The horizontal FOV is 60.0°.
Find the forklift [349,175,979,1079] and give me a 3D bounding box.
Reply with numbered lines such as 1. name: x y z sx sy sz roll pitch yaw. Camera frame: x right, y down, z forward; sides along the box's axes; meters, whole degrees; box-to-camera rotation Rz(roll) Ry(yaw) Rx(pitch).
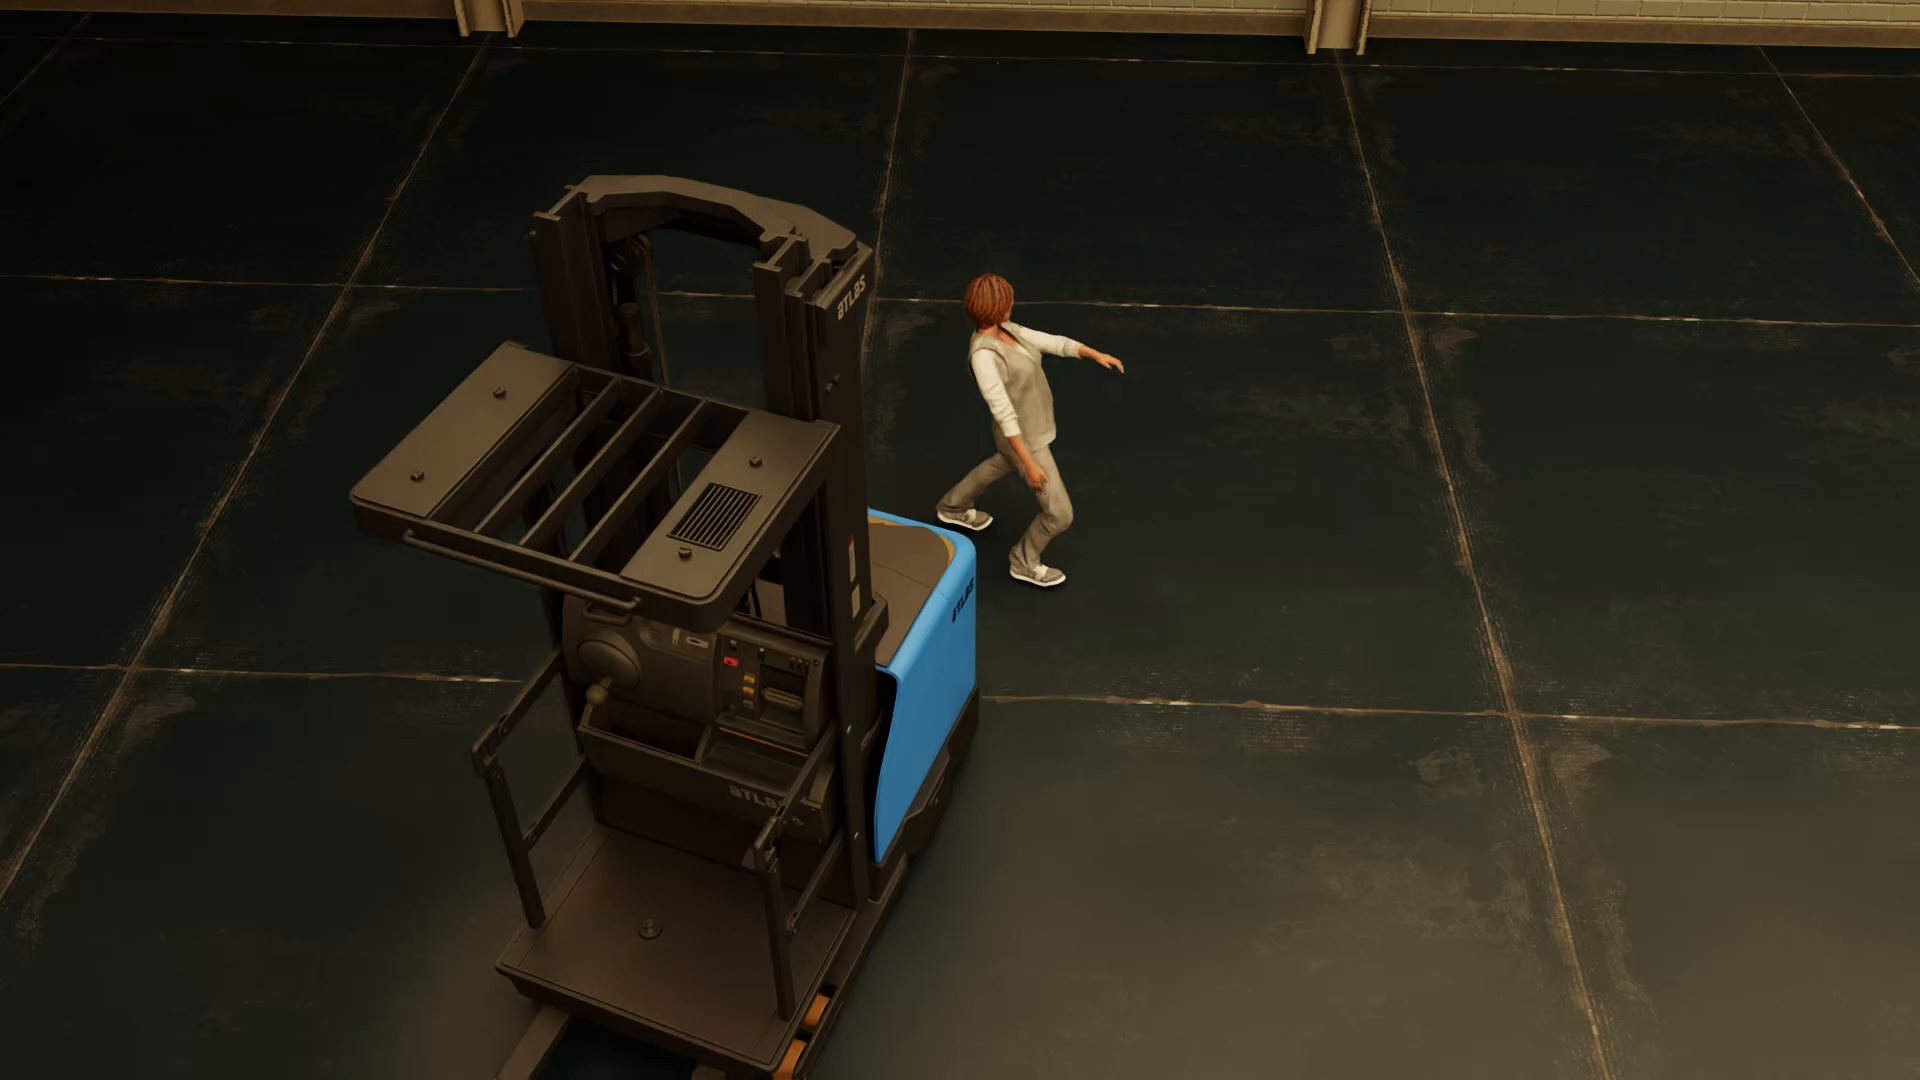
1. forklift: -0.942 0.497 5.197 1.130 2.935 3.031 15 45 16

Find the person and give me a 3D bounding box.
1. person: 0.301 -0.428 7.302 0.794 1.442 0.712 -3 42 -3
